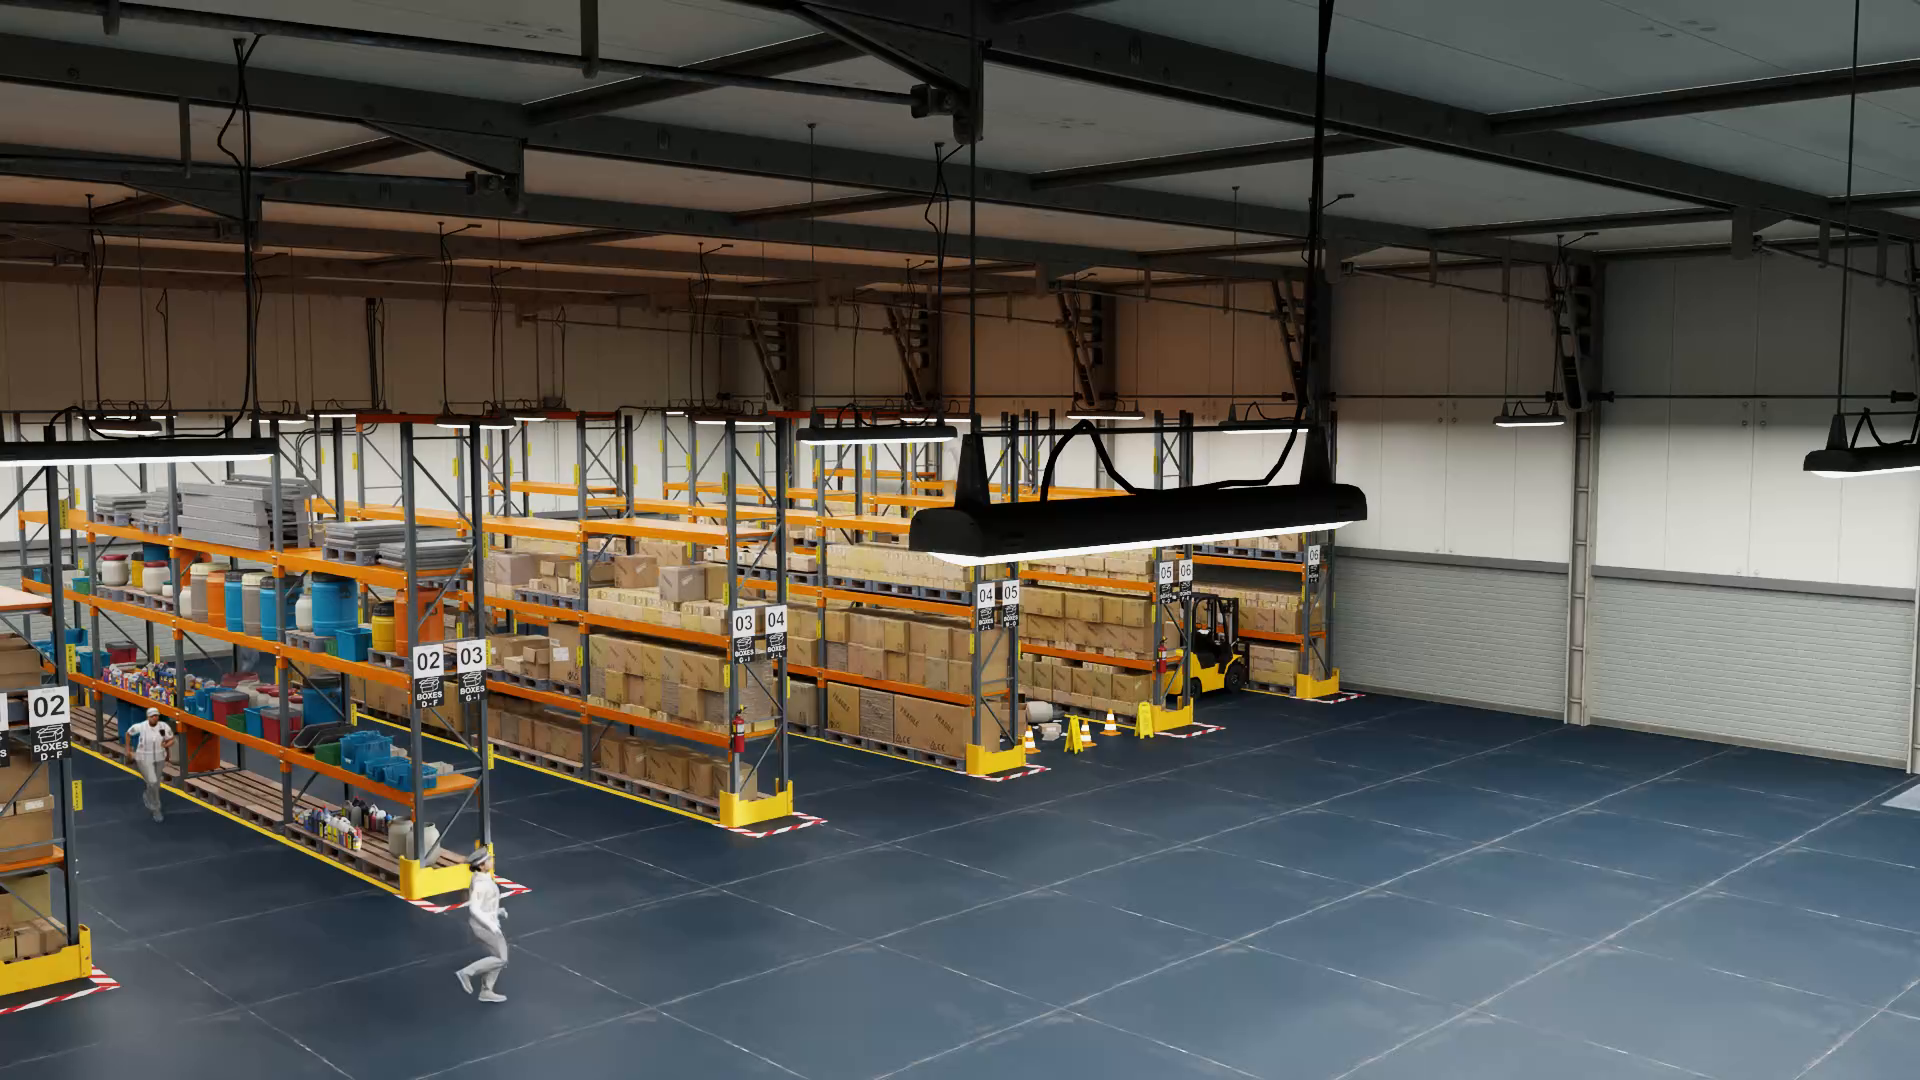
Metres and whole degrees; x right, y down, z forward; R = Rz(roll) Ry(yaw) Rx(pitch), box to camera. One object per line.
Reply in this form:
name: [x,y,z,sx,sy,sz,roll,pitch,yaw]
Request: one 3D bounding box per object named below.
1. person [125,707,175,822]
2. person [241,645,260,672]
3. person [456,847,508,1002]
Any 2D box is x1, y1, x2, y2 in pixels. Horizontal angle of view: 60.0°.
person: [-12.173,3.345,25.029,0.627,1.713,0.866,-4,7,-42]
person: [-15.666,2.302,36.551,0.520,1.724,0.707,-3,6,-31]
person: [-4.984,4.013,17.329,0.551,1.659,0.624,-2,5,-20]
